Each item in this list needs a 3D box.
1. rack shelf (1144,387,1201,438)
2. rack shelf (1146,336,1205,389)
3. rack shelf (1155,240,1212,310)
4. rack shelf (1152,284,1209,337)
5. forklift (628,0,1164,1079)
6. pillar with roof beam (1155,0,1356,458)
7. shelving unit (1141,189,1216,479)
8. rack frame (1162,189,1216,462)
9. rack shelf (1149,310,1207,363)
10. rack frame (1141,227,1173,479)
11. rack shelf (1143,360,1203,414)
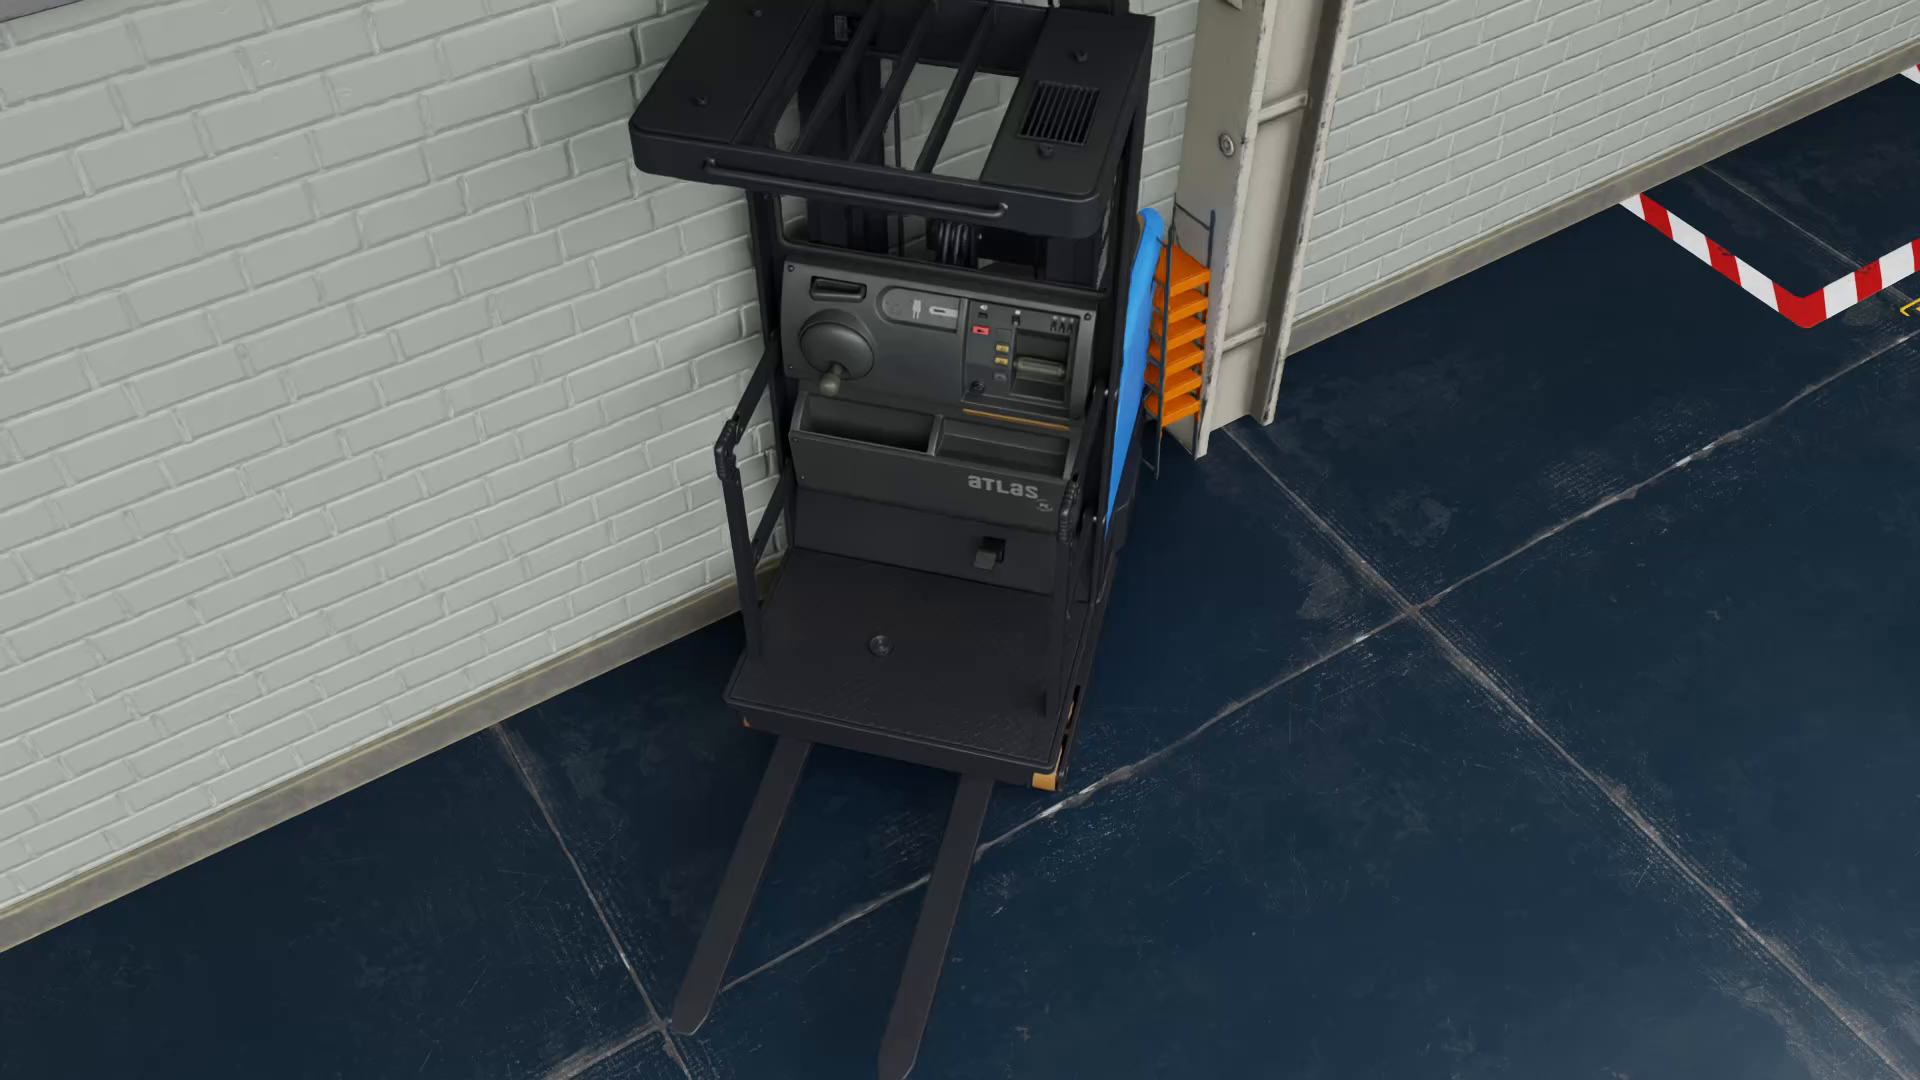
[{"bbox_3d":[0.772,-0.529,6.384,0.180,0.103,0.258,-25,48,-21],"label":"rack shelf"},{"bbox_3d":[0.763,-0.700,6.216,0.180,0.103,0.258,-25,48,-21],"label":"rack shelf"},{"bbox_3d":[0.750,-0.958,5.965,0.180,0.103,0.258,-25,48,-21],"label":"rack shelf"},{"bbox_3d":[0.754,-0.872,6.049,0.180,0.103,0.258,-25,48,-21],"label":"rack shelf"},{"bbox_3d":[-0.122,-0.470,4.706,1.130,2.935,3.031,11,49,9],"label":"forklift"},{"bbox_3d":[3.310,-0.770,0.910,0.400,9.000,9.100,-25,53,-21],"label":"pillar with roof beam"},{"bbox_3d":[0.761,-0.732,6.185,0.189,1.200,0.258,-25,48,-21],"label":"shelving unit"},{"bbox_3d":[0.839,-0.768,6.218,0.006,1.200,0.240,-25,48,-21],"label":"rack frame"},{"bbox_3d":[0.759,-0.786,6.132,0.180,0.103,0.258,-25,48,-21],"label":"rack shelf"},{"bbox_3d":[0.684,-0.696,6.153,0.006,1.200,0.240,-25,48,-21],"label":"rack frame"},{"bbox_3d":[0.768,-0.615,6.300,0.180,0.103,0.258,-25,48,-21],"label":"rack shelf"}]
